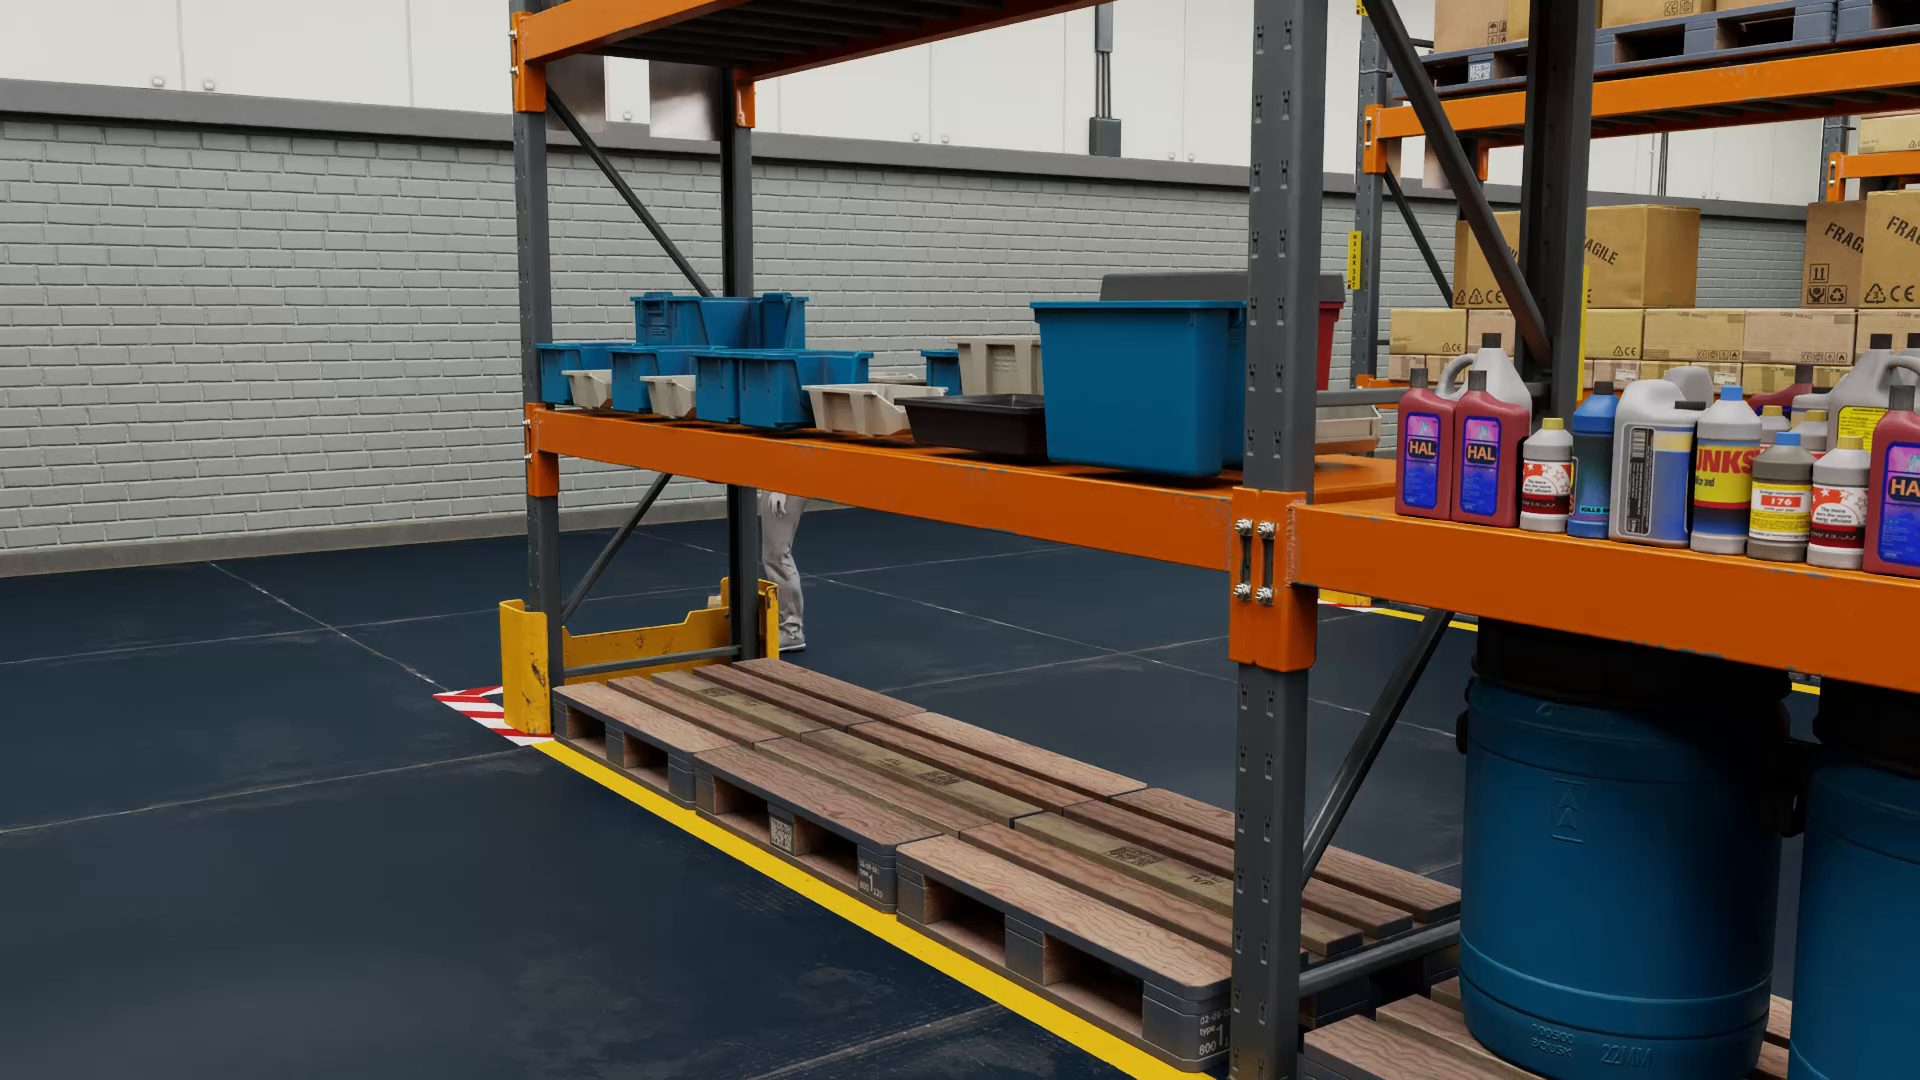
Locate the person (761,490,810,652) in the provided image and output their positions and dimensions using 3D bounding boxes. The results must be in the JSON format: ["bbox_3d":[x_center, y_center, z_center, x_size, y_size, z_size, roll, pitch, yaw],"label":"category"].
[{"bbox_3d":[-0.900,-0.278,8.310,0.375,1.662,0.541,-1,8,-9],"label":"person"}]
